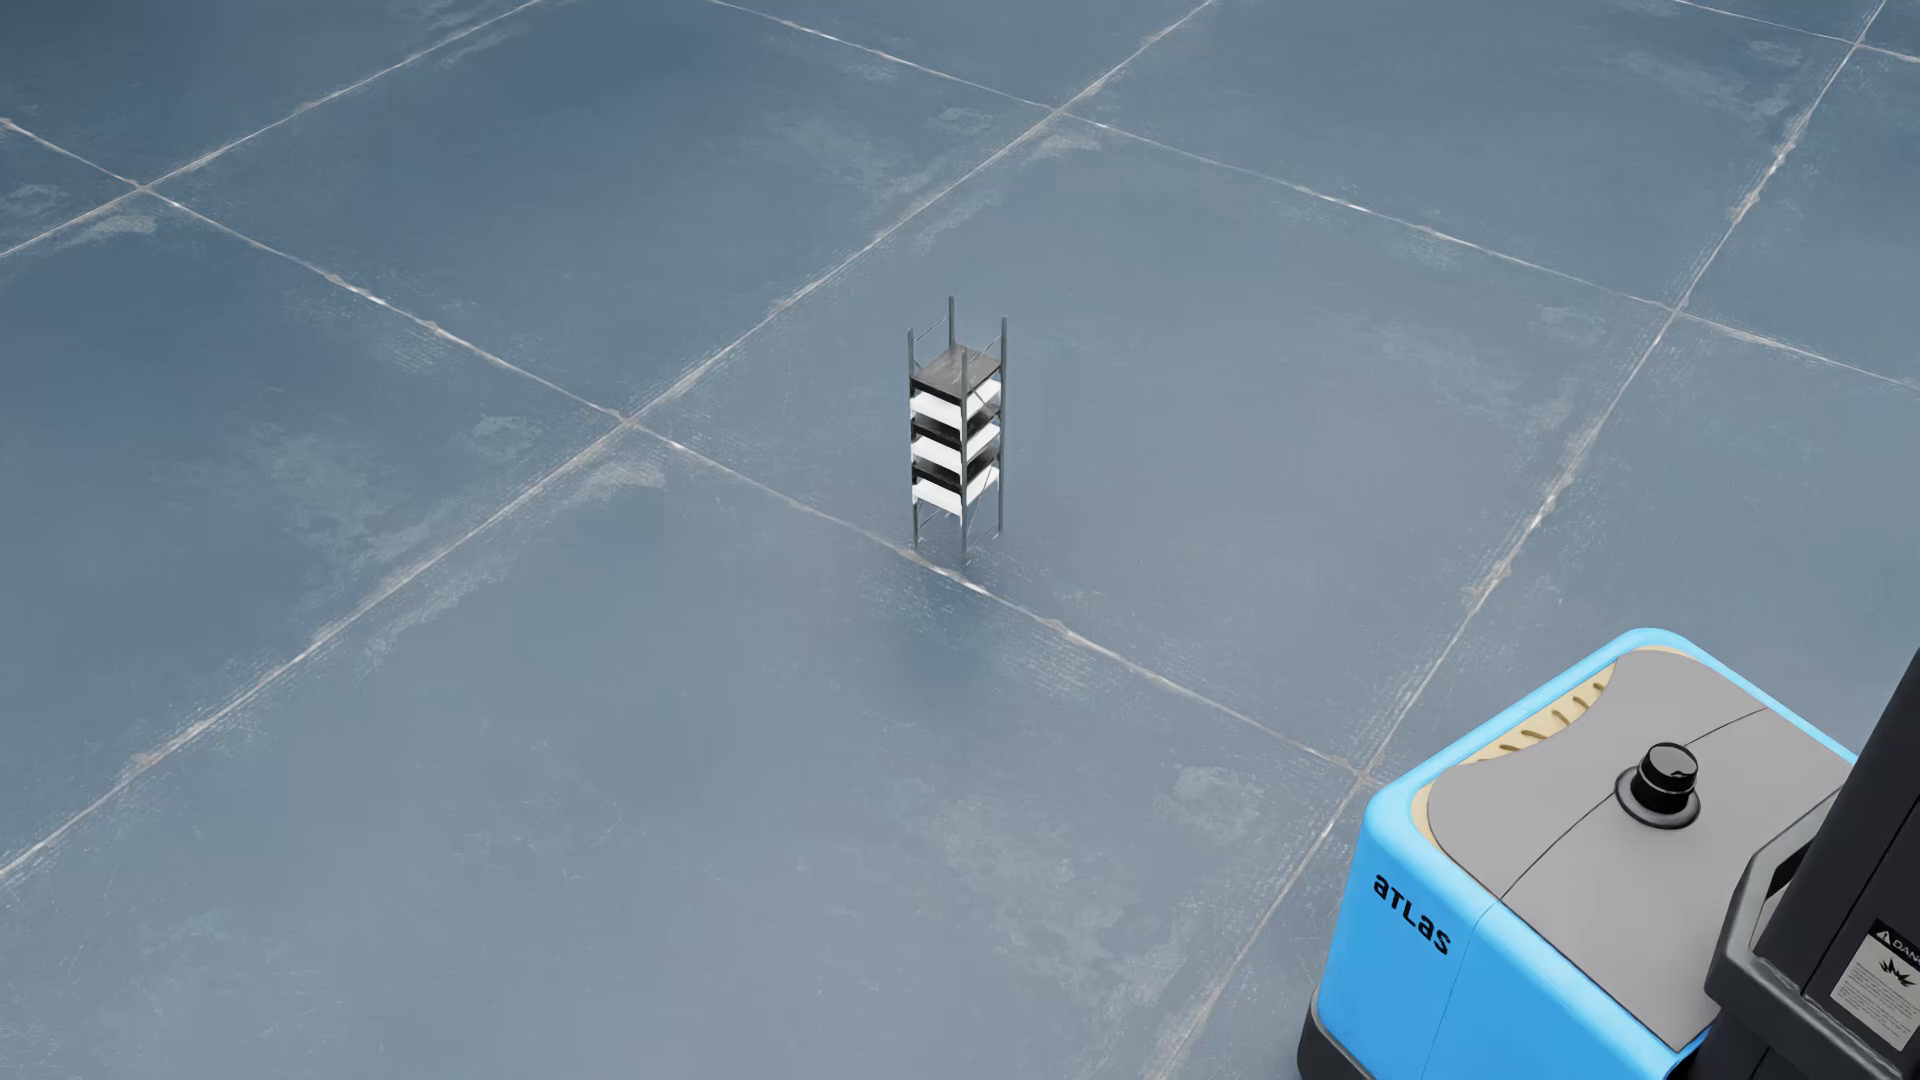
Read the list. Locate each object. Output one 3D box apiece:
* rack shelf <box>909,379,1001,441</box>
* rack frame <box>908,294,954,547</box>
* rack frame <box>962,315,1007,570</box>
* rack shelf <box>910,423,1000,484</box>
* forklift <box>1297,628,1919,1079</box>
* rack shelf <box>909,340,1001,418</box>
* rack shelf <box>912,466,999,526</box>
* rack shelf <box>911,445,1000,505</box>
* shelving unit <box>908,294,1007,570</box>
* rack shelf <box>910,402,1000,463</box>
[{"bbox_3d":[-0.007,-0.448,5.356,0.200,0.077,0.258,25,48,25],"label":"rack shelf"},{"bbox_3d":[-0.090,-0.377,5.497,0.006,0.900,0.240,25,48,25],"label":"rack frame"},{"bbox_3d":[0.077,-0.300,5.410,0.006,0.900,0.240,25,48,25],"label":"rack frame"},{"bbox_3d":[-0.007,-0.314,5.476,0.200,0.077,0.258,25,48,25],"label":"rack shelf"},{"bbox_3d":[2.111,0.877,2.572,1.130,2.935,3.031,-25,48,-26],"label":"forklift"},{"bbox_3d":[-0.007,-0.515,5.296,0.200,0.077,0.258,25,48,25],"label":"rack shelf"},{"bbox_3d":[-0.007,-0.179,5.596,0.200,0.077,0.258,25,48,25],"label":"rack shelf"},{"bbox_3d":[-0.007,-0.247,5.536,0.200,0.077,0.258,25,48,25],"label":"rack shelf"},{"bbox_3d":[-0.007,-0.338,5.453,0.210,0.900,0.258,25,48,25],"label":"shelving unit"},{"bbox_3d":[-0.007,-0.381,5.416,0.200,0.077,0.258,25,48,25],"label":"rack shelf"}]
